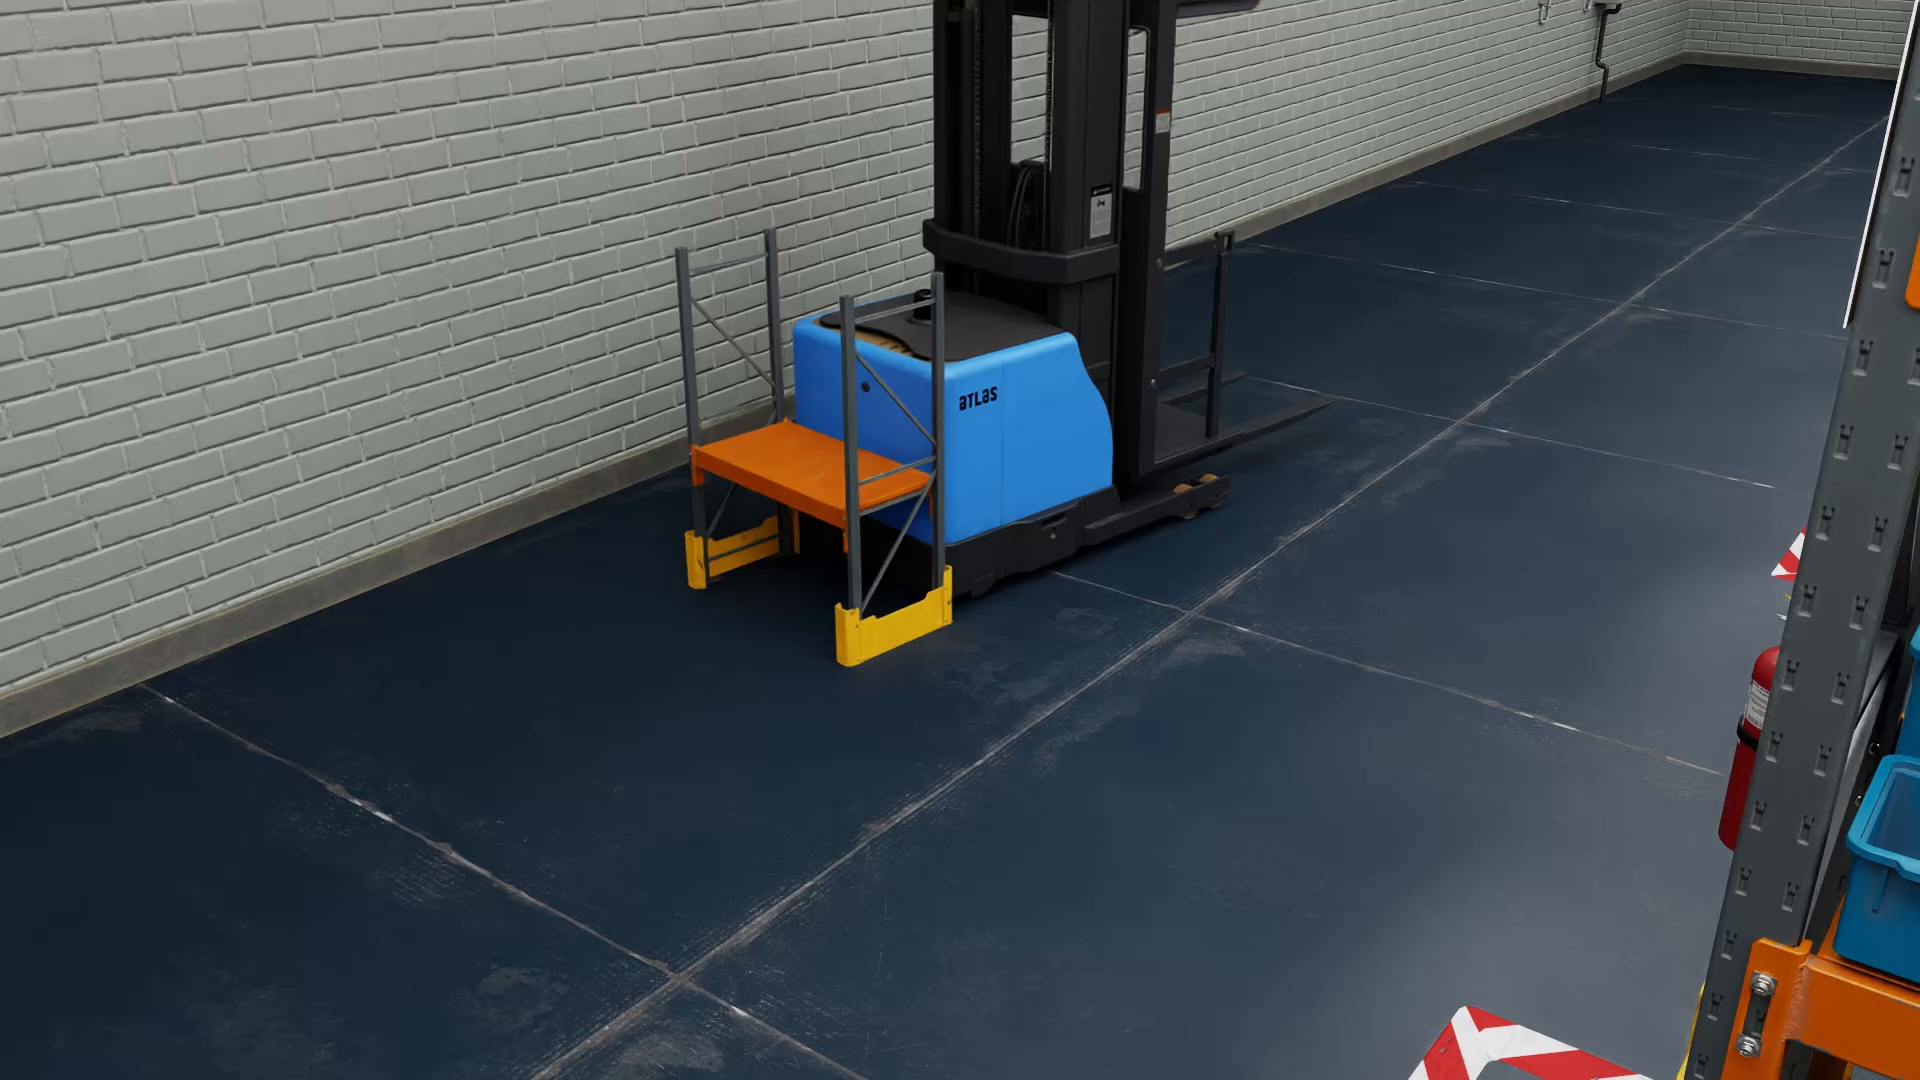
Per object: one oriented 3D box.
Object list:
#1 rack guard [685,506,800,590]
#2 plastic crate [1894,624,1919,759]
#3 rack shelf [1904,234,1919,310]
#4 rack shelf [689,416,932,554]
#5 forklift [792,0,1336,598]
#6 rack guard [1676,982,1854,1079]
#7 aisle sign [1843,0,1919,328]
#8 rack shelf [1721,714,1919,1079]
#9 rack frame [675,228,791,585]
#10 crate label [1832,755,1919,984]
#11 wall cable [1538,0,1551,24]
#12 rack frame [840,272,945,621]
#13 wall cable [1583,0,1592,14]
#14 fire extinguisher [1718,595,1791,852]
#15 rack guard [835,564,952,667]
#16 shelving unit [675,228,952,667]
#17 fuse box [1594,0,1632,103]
[{"bbox_3d":[-0.961,0.014,7.408,0.587,0.250,0.087,-22,32,-40],"label":"rack guard"},{"bbox_3d":[2.067,0.345,3.129,0.499,0.435,0.616,17,29,33],"label":"plastic crate"},{"bbox_3d":[3.288,-0.192,1.638,4.000,0.370,1.077,17,29,33],"label":"rack shelf"},{"bbox_3d":[-0.606,-0.248,6.898,0.538,0.185,1.000,-22,32,-40],"label":"rack shelf"},{"bbox_3d":[0.678,-1.580,7.700,3.031,2.935,1.130,-20,31,-38],"label":"forklift"},{"bbox_3d":[1.661,1.510,3.703,0.348,0.500,1.175,17,29,33],"label":"rack guard"},{"bbox_3d":[1.452,-0.744,2.493,0.004,0.787,0.394,17,29,33],"label":"aisle sign"},{"bbox_3d":[3.288,1.180,2.243,4.000,0.370,1.077,17,29,33],"label":"rack shelf"},{"bbox_3d":[-0.962,-0.558,7.157,0.500,1.500,0.032,-22,32,-40],"label":"rack frame"},{"bbox_3d":[1.688,0.583,2.841,0.303,0.233,0.416,17,29,33],"label":"crate label"},{"bbox_3d":[6.075,-6.263,16.946,0.123,1.953,0.585,17,29,33],"label":"wall cable"},{"bbox_3d":[-0.249,-0.266,6.494,0.500,1.500,0.032,-22,32,-40],"label":"rack frame"},{"bbox_3d":[6.917,-6.709,17.997,0.122,1.984,0.588,17,29,33],"label":"wall cable"},{"bbox_3d":[1.839,0.390,3.702,0.183,0.674,0.296,17,29,33],"label":"fire extinguisher"},{"bbox_3d":[-0.263,0.300,6.758,0.587,0.250,0.087,-22,32,-40],"label":"rack guard"},{"bbox_3d":[-0.612,-0.415,6.831,0.587,1.500,1.083,-22,32,-40],"label":"shelving unit"},{"bbox_3d":[7.452,-5.837,18.875,0.414,1.711,0.539,17,29,33],"label":"fuse box"}]
